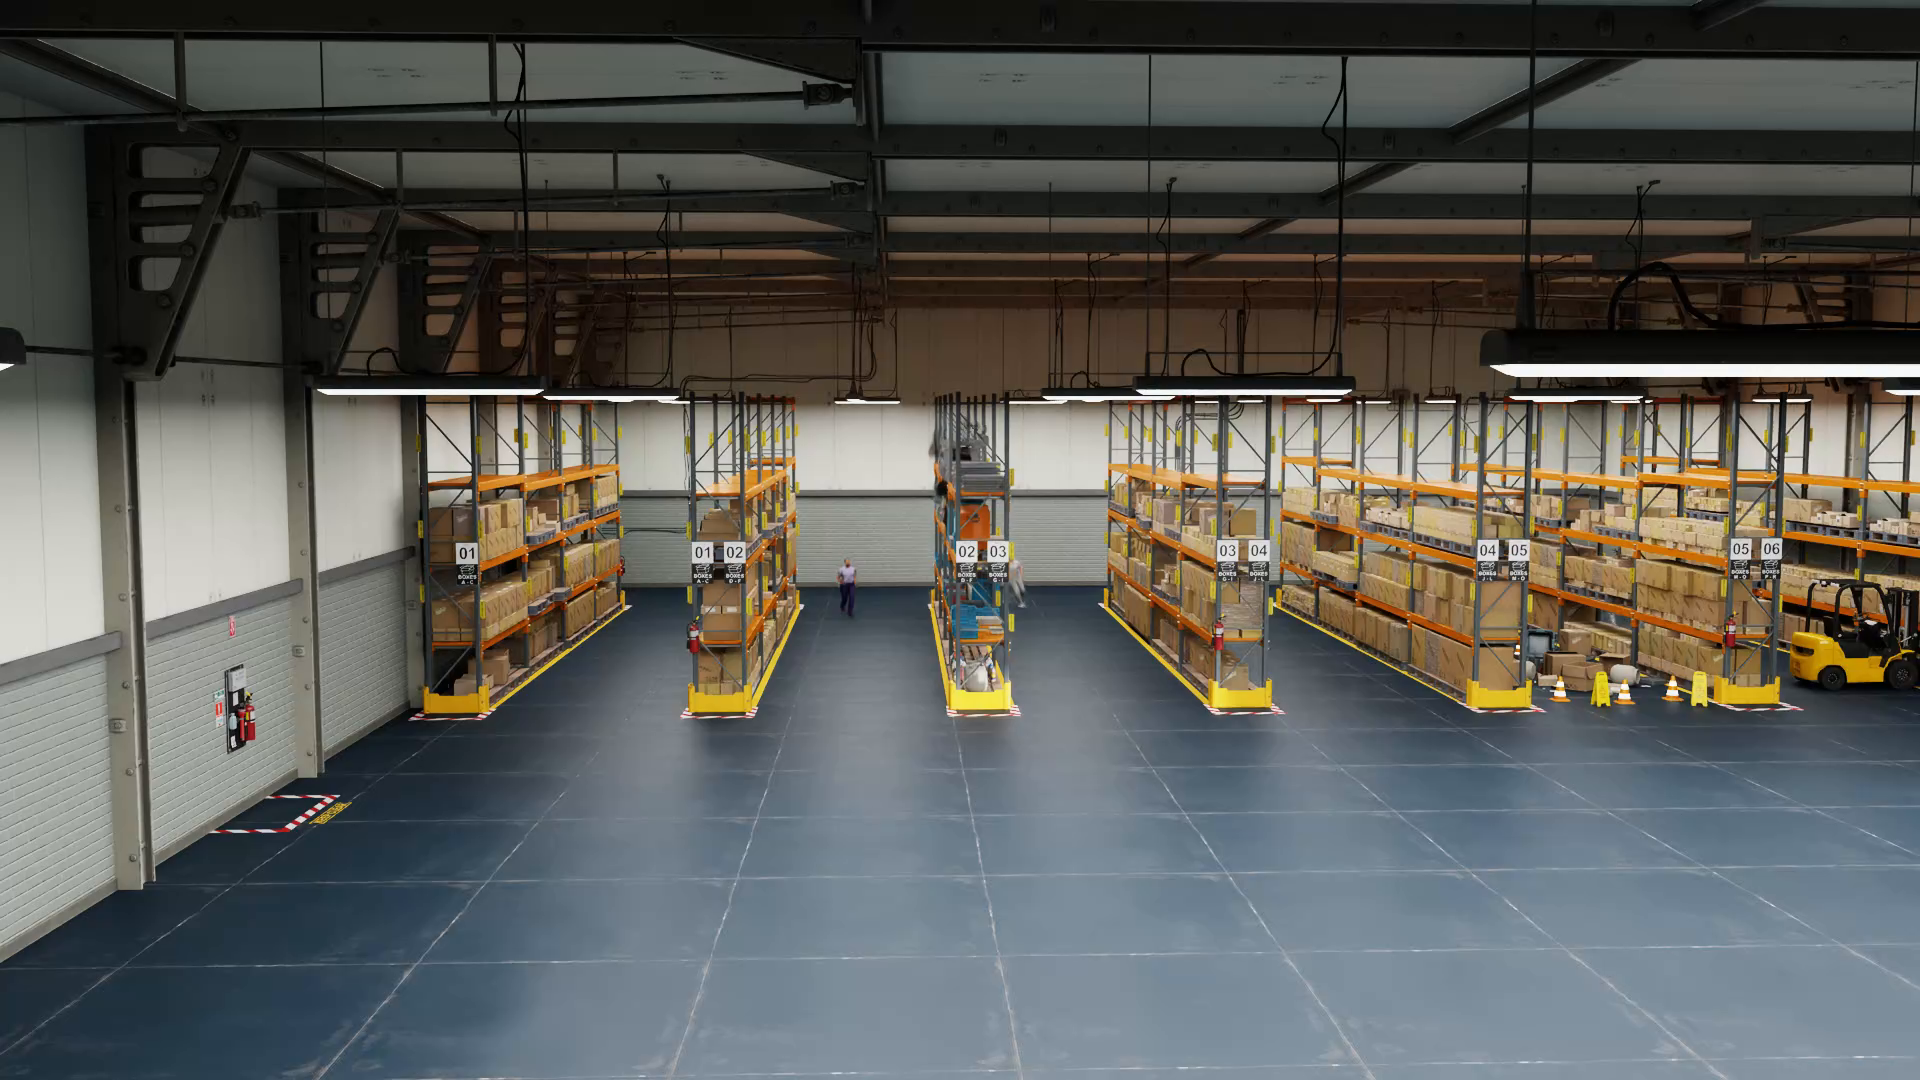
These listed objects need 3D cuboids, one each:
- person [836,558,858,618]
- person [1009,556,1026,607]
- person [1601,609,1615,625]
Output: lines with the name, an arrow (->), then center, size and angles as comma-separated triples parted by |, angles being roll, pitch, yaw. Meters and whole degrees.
person -> -3.065, 1.293, 45.370 | 0.608, 1.626, 0.780 | -1, 5, -16
person -> 1.582, 1.136, 47.223 | 0.679, 1.585, 0.574 | -1, 5, -14
person -> 16.603, 1.486, 42.819 | 0.568, 1.572, 0.853 | -1, 5, -10
